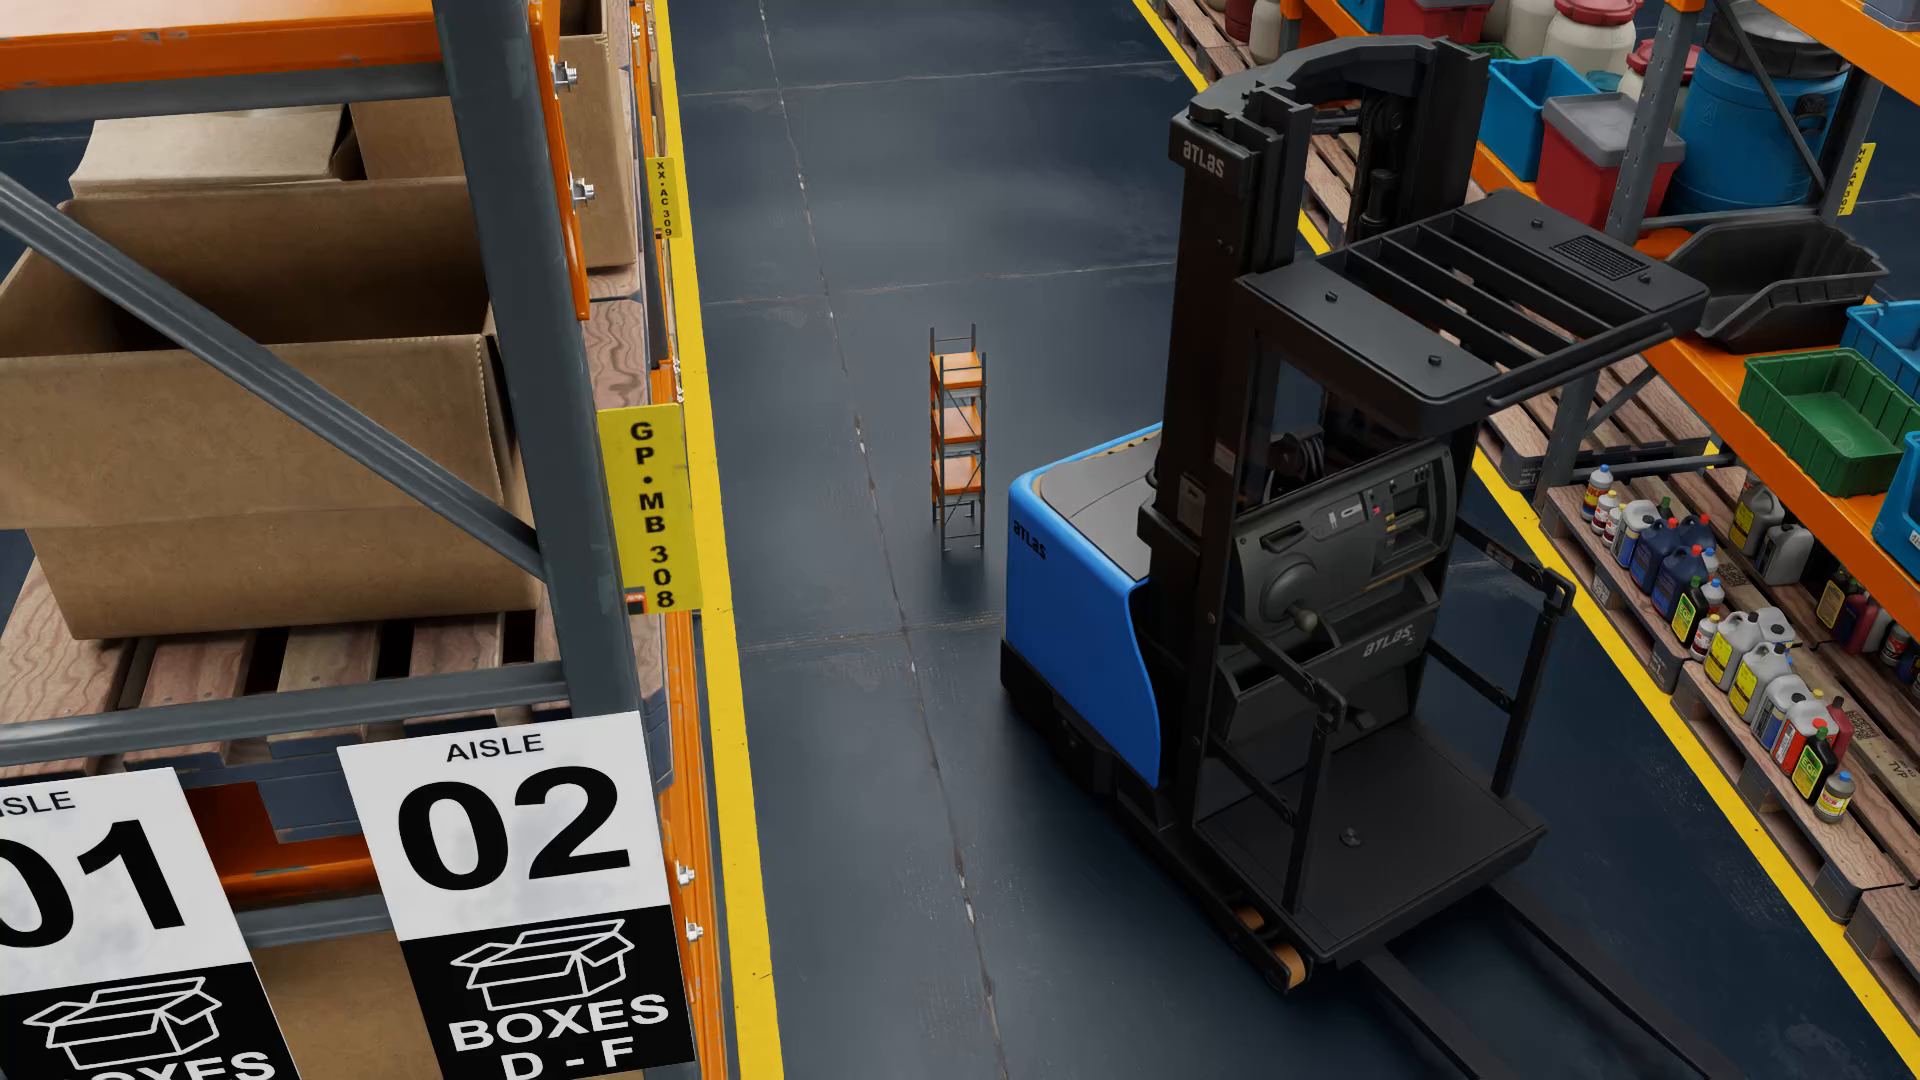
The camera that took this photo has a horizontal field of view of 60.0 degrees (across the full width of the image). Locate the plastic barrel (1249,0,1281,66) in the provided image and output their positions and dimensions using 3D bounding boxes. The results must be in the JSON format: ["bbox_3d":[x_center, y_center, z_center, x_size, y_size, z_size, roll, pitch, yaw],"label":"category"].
[{"bbox_3d":[2.245,-3.587,11.608,0.421,0.512,0.421,0,38,0],"label":"plastic barrel"}]

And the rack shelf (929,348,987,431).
[{"bbox_3d":[-0.009,-0.663,7.302,0.215,0.259,0.240,-6,38,-8],"label":"rack shelf"}]

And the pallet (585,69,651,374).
[{"bbox_3d":[-1.256,-0.734,3.877,1.003,0.211,1.213,-6,38,-8],"label":"pallet"}]

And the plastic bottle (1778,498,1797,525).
[{"bbox_3d":[3.632,-0.132,7.276,0.144,0.351,0.185,-7,38,-9],"label":"plastic bottle"}]

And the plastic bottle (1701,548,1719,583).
[{"bbox_3d":[3.113,0.148,6.980,0.097,0.271,0.097,0,38,0],"label":"plastic bottle"}]

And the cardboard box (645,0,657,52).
[{"bbox_3d":[-2.322,-3.359,11.308,0.500,0.500,0.500,-7,38,-9],"label":"cardboard box"}]

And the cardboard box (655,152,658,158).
[{"bbox_3d":[-1.911,-1.946,9.252,0.500,0.311,0.500,-7,38,-9],"label":"cardboard box"}]

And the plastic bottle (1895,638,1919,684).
[{"bbox_3d":[3.813,0.439,6.606,0.097,0.271,0.097,0,38,0],"label":"plastic bottle"}]

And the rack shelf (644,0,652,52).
[{"bbox_3d":[-2.694,-4.172,11.262,1.077,0.370,4.000,-6,38,-8],"label":"rack shelf"}]

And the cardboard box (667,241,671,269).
[{"bbox_3d":[-1.917,-1.726,9.425,0.500,0.250,0.500,-7,38,-8],"label":"cardboard box"}]

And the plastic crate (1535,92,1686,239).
[{"bbox_3d":[2.849,-1.647,7.373,0.402,0.464,0.583,-6,38,-8],"label":"plastic crate"}]

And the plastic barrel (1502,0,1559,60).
[{"bbox_3d":[3.079,-2.722,8.698,0.433,0.535,0.433,0,38,0],"label":"plastic barrel"}]

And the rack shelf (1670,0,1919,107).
[{"bbox_3d":[3.586,-1.055,4.804,1.077,0.370,4.000,-6,38,-8],"label":"rack shelf"}]

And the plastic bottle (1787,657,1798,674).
[{"bbox_3d":[3.220,0.545,6.526,0.097,0.201,0.097,0,38,0],"label":"plastic bottle"}]

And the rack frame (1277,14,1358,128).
[{"bbox_3d":[2.534,-3.779,10.169,1.000,3.000,0.127,-6,38,-8],"label":"rack frame"}]

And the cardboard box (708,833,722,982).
[{"bbox_3d":[-1.077,1.250,5.595,0.500,0.250,0.500,-6,38,-8],"label":"cardboard box"}]

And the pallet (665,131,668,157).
[{"bbox_3d":[-2.437,-2.602,10.927,1.003,0.211,1.213,-6,38,-8],"label":"pallet"}]

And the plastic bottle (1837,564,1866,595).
[{"bbox_3d":[3.723,0.179,6.876,0.144,0.351,0.185,-6,38,-8],"label":"plastic bottle"}]

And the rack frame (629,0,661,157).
[{"bbox_3d":[-2.343,-3.248,9.486,1.000,3.000,0.127,-6,38,-8],"label":"rack frame"}]

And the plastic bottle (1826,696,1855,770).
[{"bbox_3d":[3.271,0.723,6.230,0.061,0.283,0.133,-6,38,-8],"label":"plastic bottle"}]

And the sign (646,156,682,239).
[{"bbox_3d":[-1.096,-1.266,6.164,0.100,0.325,0.005,-6,38,-8],"label":"sign"}]

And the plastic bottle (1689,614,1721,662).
[{"bbox_3d":[3.028,0.388,6.727,0.097,0.201,0.097,0,38,0],"label":"plastic bottle"}]

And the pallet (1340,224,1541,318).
[{"bbox_3d":[2.842,-1.470,9.470,1.003,0.211,1.213,-6,38,-8],"label":"pallet"}]

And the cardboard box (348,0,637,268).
[{"bbox_3d":[-0.962,-0.894,3.473,0.500,0.500,0.500,-6,38,-8],"label":"cardboard box"}]

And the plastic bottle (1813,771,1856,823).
[{"bbox_3d":[3.183,0.923,6.040,0.097,0.201,0.097,0,38,0],"label":"plastic bottle"}]

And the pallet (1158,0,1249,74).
[{"bbox_3d":[2.145,-3.884,12.578,1.003,0.211,1.213,-6,38,-8],"label":"pallet"}]

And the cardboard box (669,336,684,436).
[{"bbox_3d":[-1.551,-0.713,7.664,0.500,0.311,0.500,-7,38,-8],"label":"cardboard box"}]

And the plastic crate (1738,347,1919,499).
[{"bbox_3d":[3.196,-0.429,6.030,0.450,0.188,0.662,-6,38,-8],"label":"plastic crate"}]

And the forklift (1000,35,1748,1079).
[{"bbox_3d":[1.382,0.063,5.280,1.130,2.935,3.031,-21,43,-25],"label":"forklift"}]

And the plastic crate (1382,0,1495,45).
[{"bbox_3d":[2.516,-2.795,8.850,0.402,0.464,0.583,-6,38,-8],"label":"plastic crate"}]

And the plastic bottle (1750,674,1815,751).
[{"bbox_3d":[3.142,0.654,6.325,0.152,0.276,0.135,-7,38,-9],"label":"plastic bottle"}]

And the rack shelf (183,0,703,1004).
[{"bbox_3d":[-1.291,-0.525,4.122,1.077,0.370,4.000,-6,38,-8],"label":"rack shelf"}]

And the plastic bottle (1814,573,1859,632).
[{"bbox_3d":[3.626,0.232,6.862,0.061,0.283,0.133,-6,38,-8],"label":"plastic bottle"}]

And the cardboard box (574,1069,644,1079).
[{"bbox_3d":[-0.797,1.028,3.371,0.380,0.149,0.250,-6,38,-8],"label":"cardboard box"}]

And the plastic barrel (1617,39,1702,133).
[{"bbox_3d":[3.284,-2.018,7.791,0.433,0.535,0.433,0,38,0],"label":"plastic barrel"}]

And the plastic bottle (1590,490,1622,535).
[{"bbox_3d":[2.878,-0.130,7.395,0.097,0.201,0.097,0,38,0],"label":"plastic bottle"}]

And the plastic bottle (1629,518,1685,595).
[{"bbox_3d":[2.969,0.042,7.052,0.144,0.351,0.185,-5,38,-7],"label":"plastic bottle"}]

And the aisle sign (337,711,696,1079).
[{"bbox_3d":[-0.627,0.564,2.460,0.394,0.787,0.004,-6,38,-8],"label":"aisle sign"}]

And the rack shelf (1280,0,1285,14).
[{"bbox_3d":[2.184,-4.703,11.944,1.077,0.370,4.000,-6,38,-8],"label":"rack shelf"}]

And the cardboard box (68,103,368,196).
[{"bbox_3d":[-1.499,-0.790,3.493,0.500,0.311,0.500,-2,38,-3],"label":"cardboard box"}]

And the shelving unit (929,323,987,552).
[{"bbox_3d":[-0.009,-0.447,7.470,0.215,1.050,0.252,-6,38,-8],"label":"shelving unit"}]

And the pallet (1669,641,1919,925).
[{"bbox_3d":[3.530,0.887,6.436,1.003,0.211,1.213,-6,38,-8],"label":"pallet"}]
